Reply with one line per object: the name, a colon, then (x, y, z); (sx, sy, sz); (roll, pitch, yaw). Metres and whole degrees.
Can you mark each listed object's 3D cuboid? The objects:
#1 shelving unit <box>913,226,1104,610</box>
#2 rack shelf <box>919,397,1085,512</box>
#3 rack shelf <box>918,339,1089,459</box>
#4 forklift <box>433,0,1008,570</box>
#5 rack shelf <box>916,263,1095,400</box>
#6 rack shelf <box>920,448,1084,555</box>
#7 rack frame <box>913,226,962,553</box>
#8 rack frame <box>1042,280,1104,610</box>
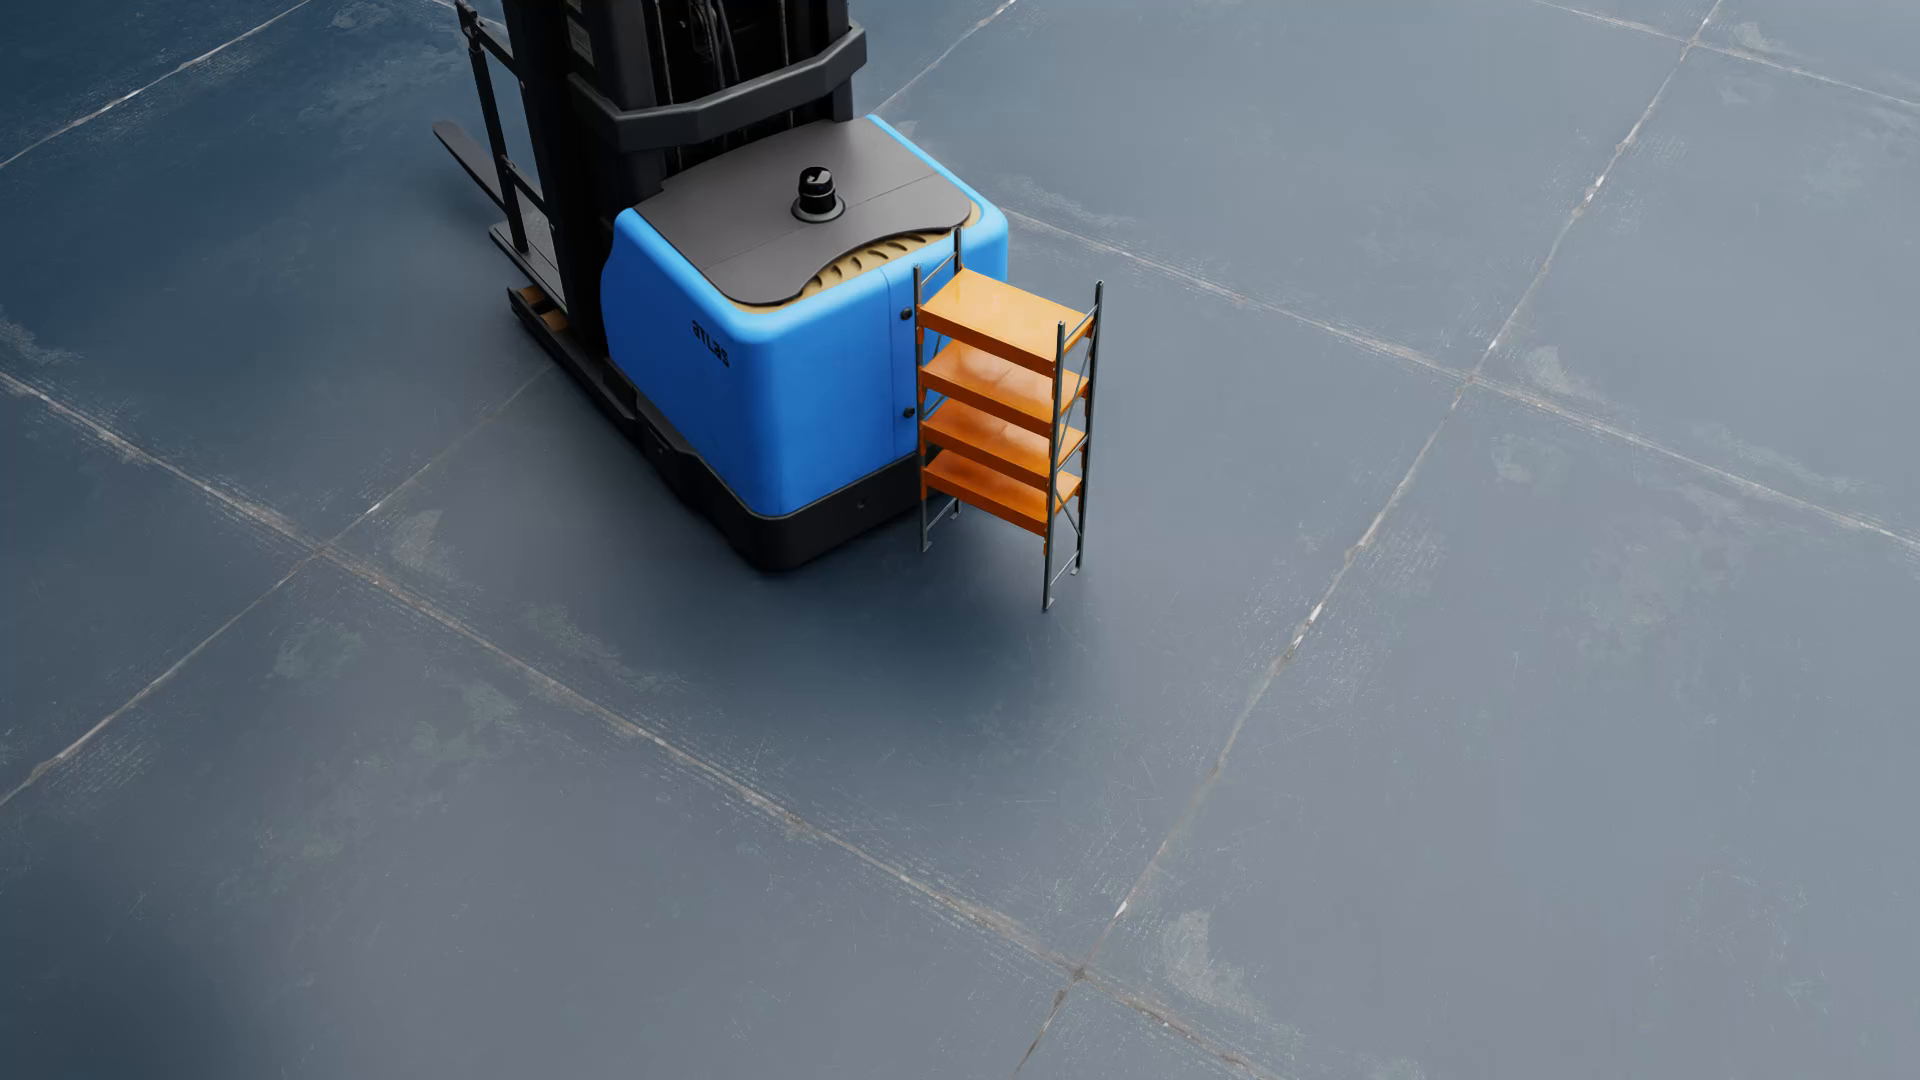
shelving unit: (0.139, -0.354, 5.257); (0.503, 1.200, 0.258); (25, 51, 22)
rack shelf: (0.139, -0.307, 5.306); (0.480, 0.148, 0.258); (25, 51, 22)
rack shelf: (0.139, -0.463, 5.145); (0.480, 0.148, 0.258); (25, 51, 22)
forklift: (-1.111, -1.936, 5.588); (1.130, 2.935, 3.031); (-28, 52, -25)
rack shelf: (0.139, -0.628, 4.976); (0.480, 0.148, 0.258); (25, 51, 22)
rack shelf: (0.139, -0.169, 5.448); (0.480, 0.148, 0.258); (25, 51, 22)
rack frame: (-0.066, -0.449, 5.349); (0.015, 1.200, 0.240); (25, 51, 22)
rack frame: (0.345, -0.260, 5.166); (0.015, 1.200, 0.240); (25, 51, 22)
